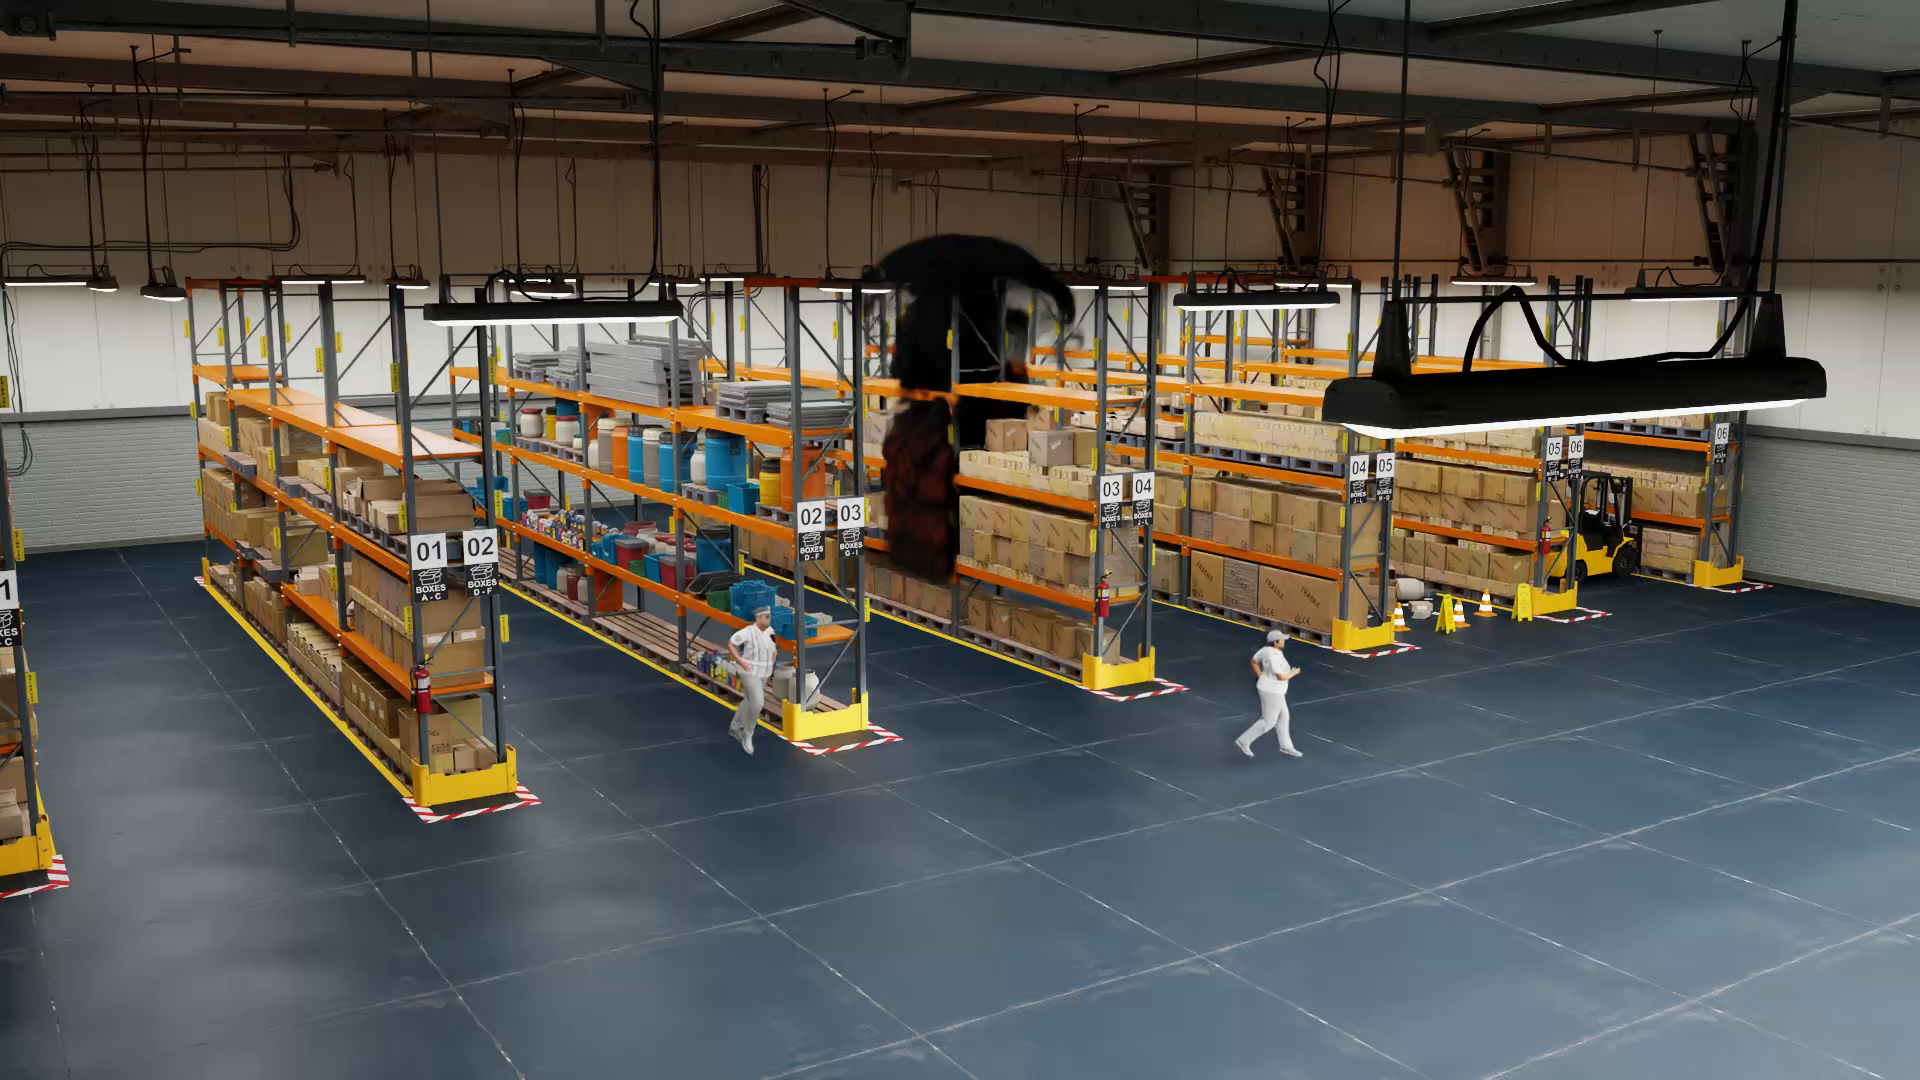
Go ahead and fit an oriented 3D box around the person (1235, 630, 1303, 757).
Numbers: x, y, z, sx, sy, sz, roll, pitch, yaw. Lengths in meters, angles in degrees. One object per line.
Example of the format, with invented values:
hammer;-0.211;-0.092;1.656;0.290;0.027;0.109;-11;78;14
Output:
person;3.961;1.971;21.201;0.903;1.664;0.632;0;10;-2

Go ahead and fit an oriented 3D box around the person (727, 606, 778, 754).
person;-2.601;1.734;21.102;0.649;1.842;0.699;7;12;34

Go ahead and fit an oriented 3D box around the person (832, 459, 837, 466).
person;-2.958;-1.092;39.366;0.628;1.655;0.887;-3;10;-18
